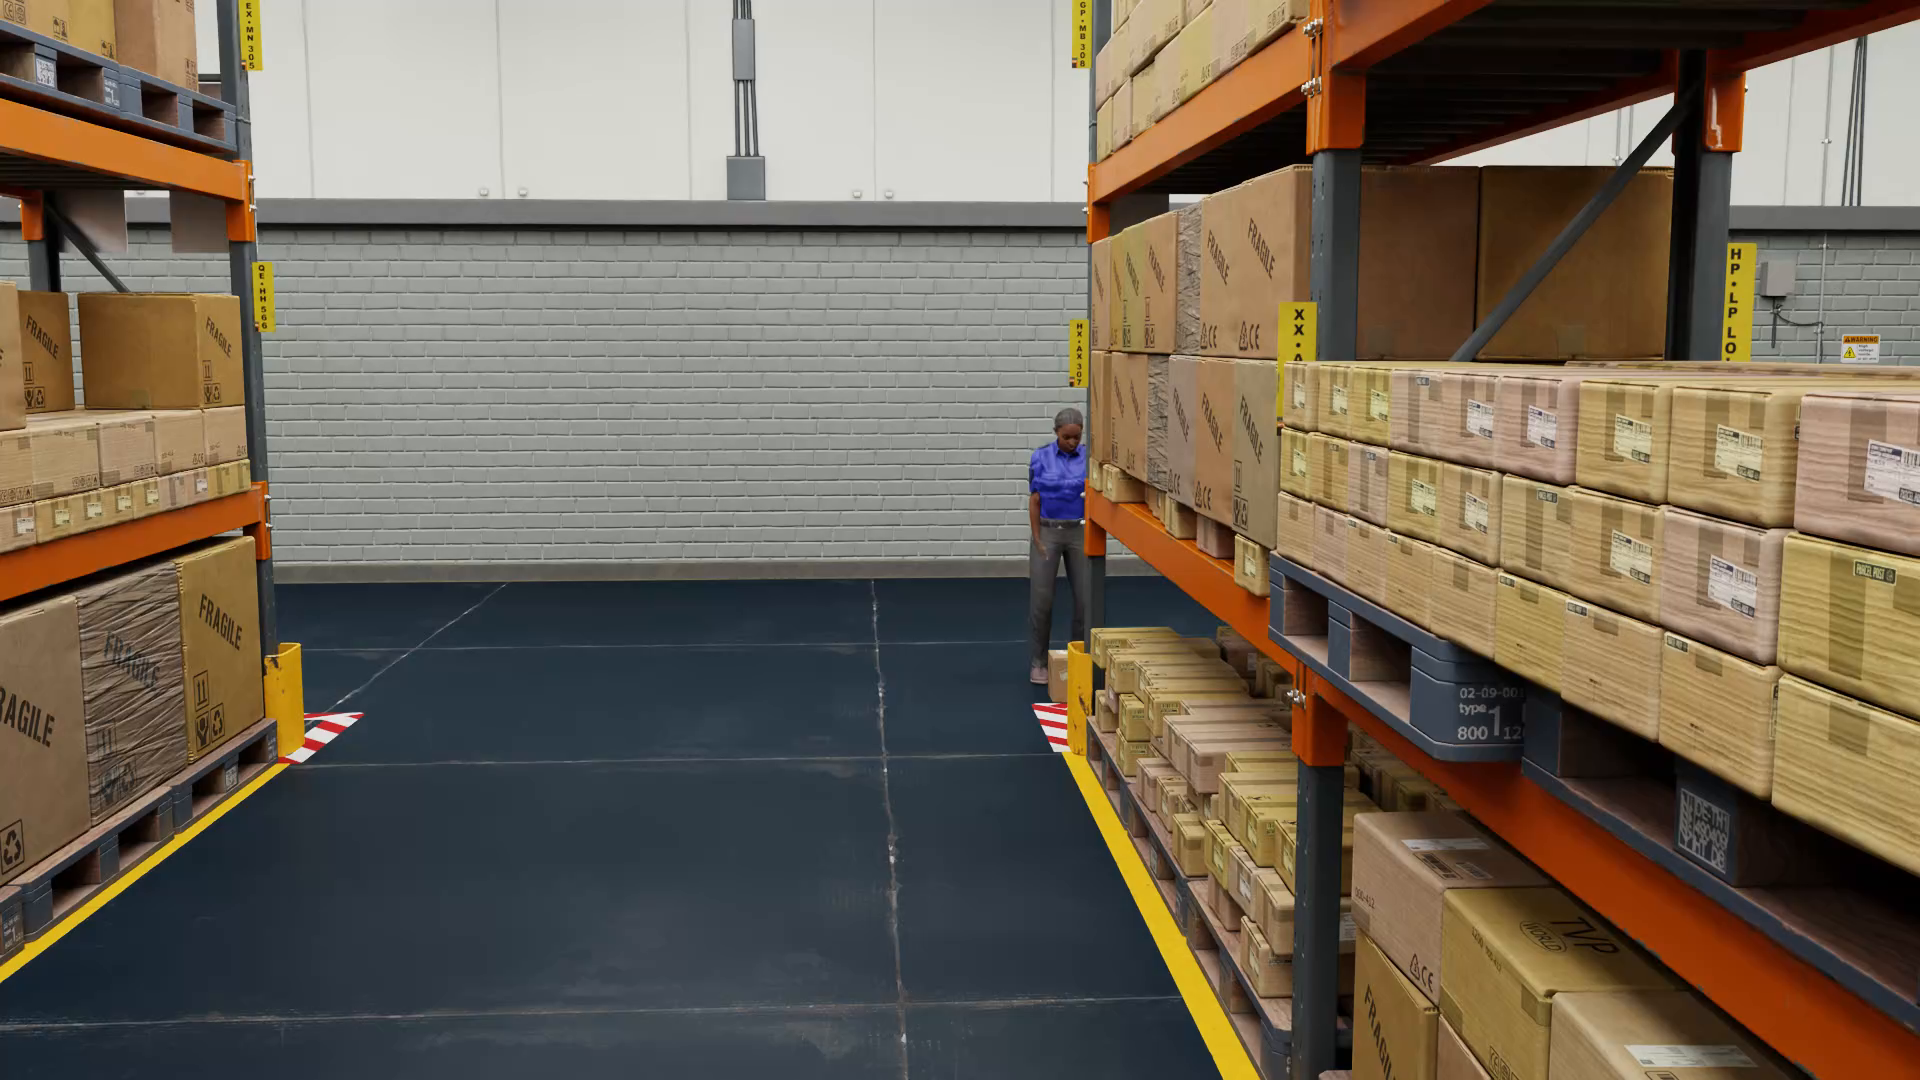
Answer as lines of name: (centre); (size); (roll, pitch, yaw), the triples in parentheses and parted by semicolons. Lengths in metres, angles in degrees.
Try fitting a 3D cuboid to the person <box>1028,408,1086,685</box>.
person: (0.626, 0.033, 9.724); (0.453, 1.617, 0.361); (0, 7, -2)
